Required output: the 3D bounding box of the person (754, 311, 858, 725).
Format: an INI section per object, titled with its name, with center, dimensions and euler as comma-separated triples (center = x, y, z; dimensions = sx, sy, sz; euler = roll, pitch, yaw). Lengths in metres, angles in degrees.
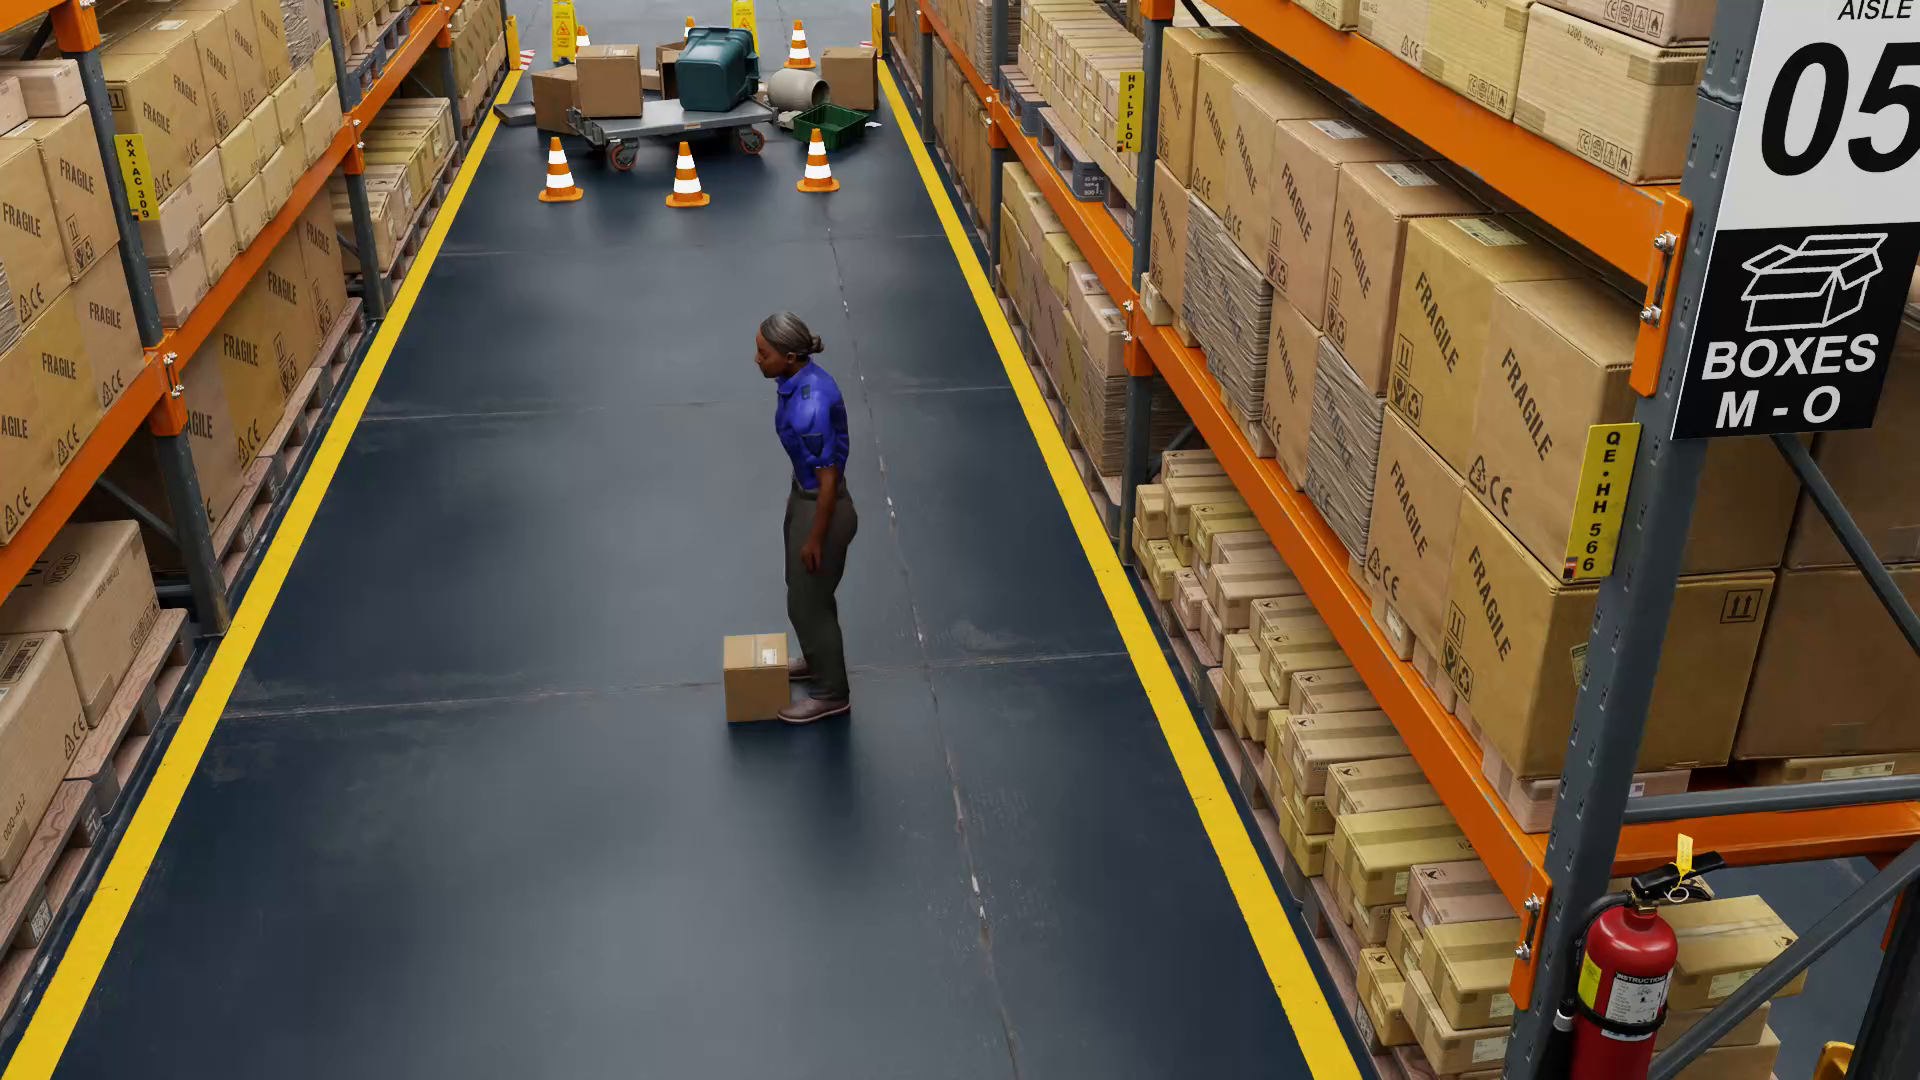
[person]
center = -0.573, -0.097, 6.313
dimensions = 0.352, 1.654, 0.530
euler = -5, 28, -10
